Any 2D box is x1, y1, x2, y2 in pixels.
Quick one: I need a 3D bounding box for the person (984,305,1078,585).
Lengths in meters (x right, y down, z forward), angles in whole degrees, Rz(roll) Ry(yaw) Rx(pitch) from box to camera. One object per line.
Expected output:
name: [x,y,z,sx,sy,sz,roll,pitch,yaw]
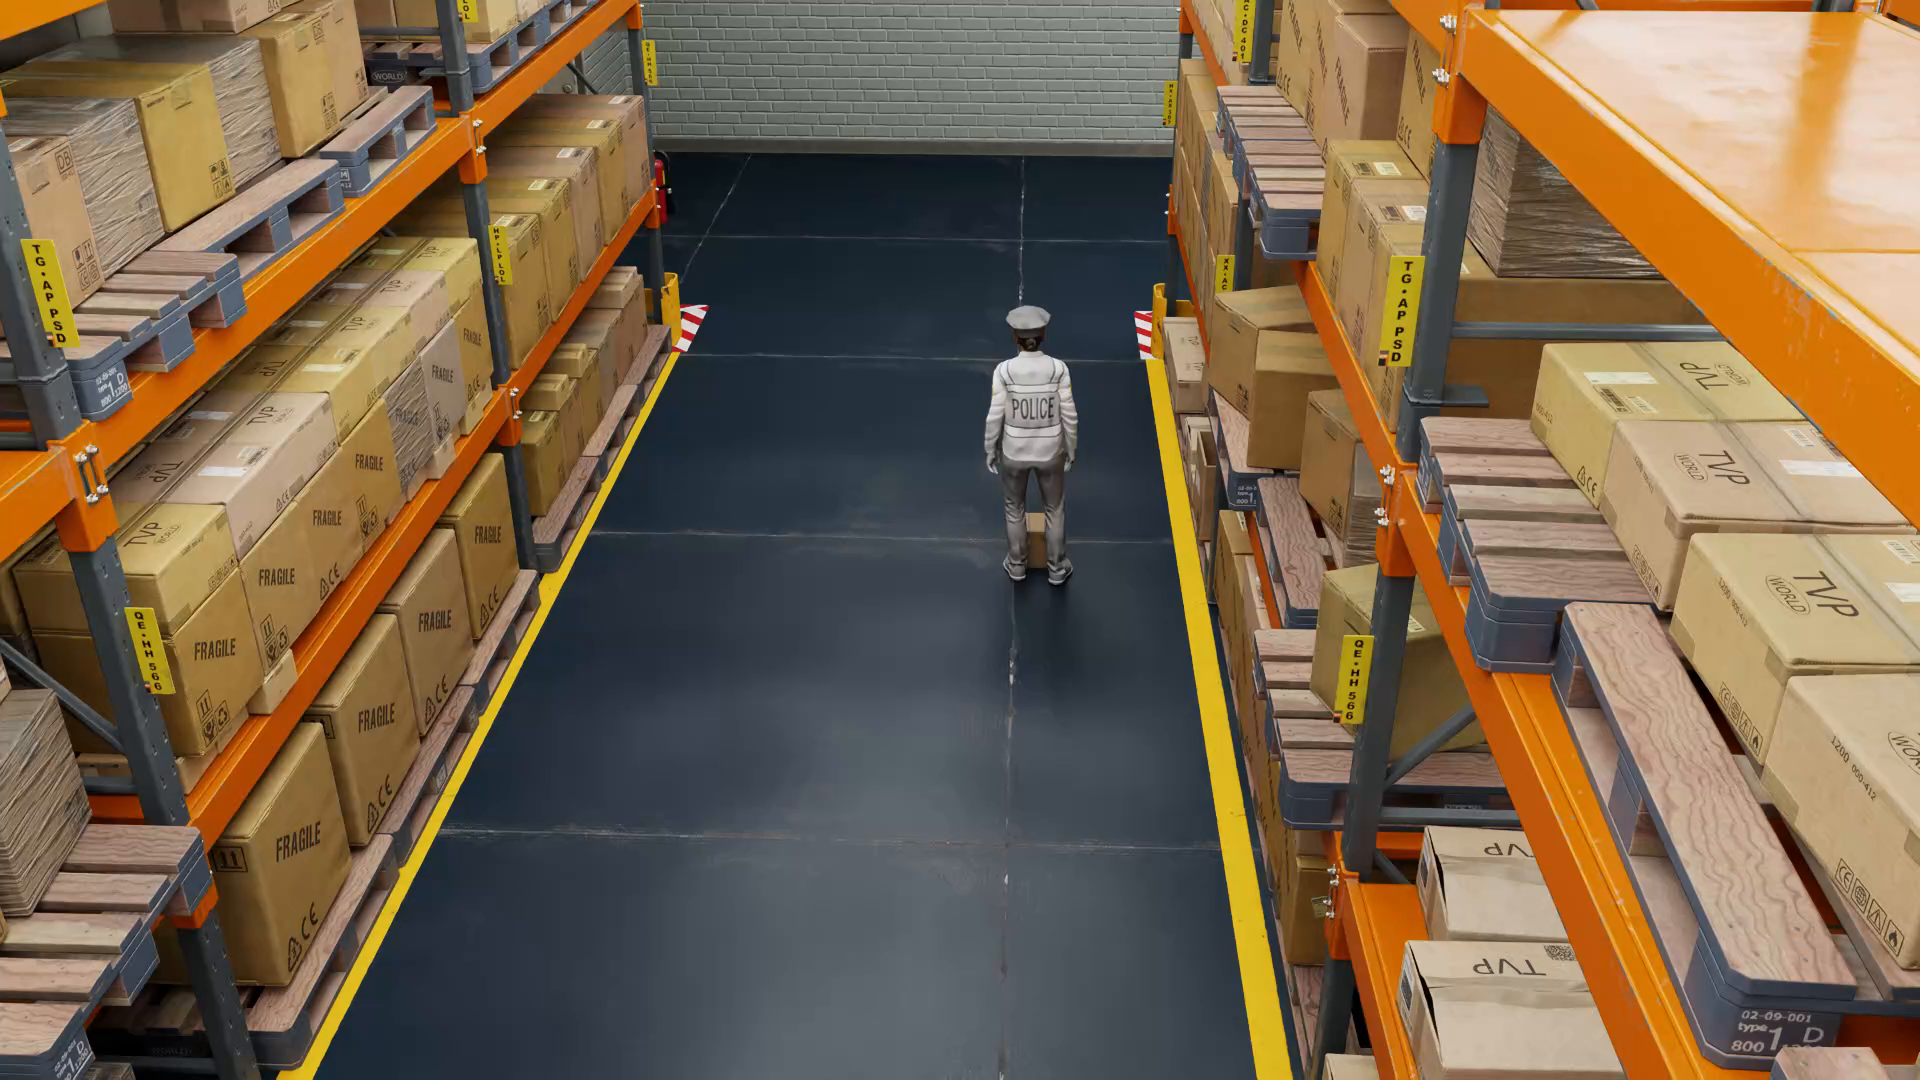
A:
person: [0.409,-0.516,9.582,0.544,1.663,0.415,-1,28,-1]
